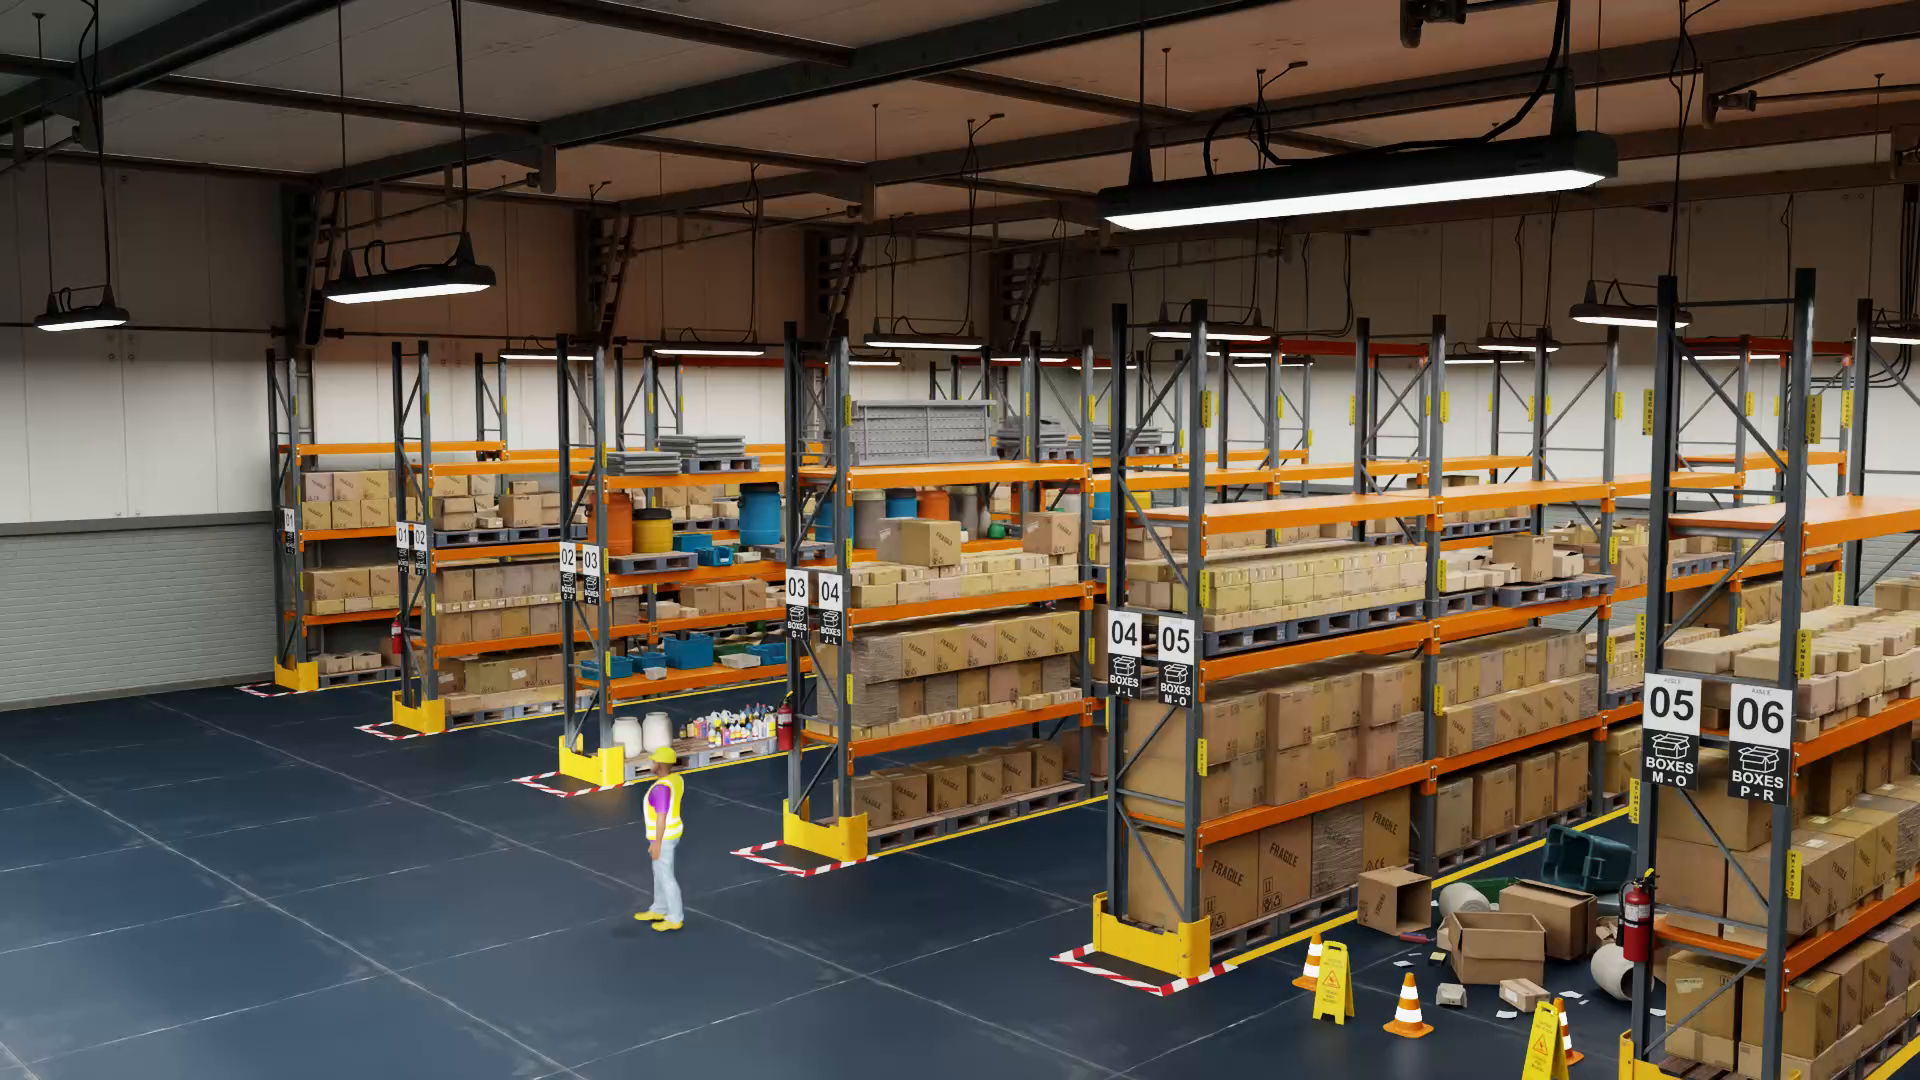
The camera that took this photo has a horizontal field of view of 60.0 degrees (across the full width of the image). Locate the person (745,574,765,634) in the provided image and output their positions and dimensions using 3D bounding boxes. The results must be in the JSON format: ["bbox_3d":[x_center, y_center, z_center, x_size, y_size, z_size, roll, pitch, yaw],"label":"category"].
[{"bbox_3d":[-4.120,1.408,33.177,0.572,1.786,0.628,0,5,6],"label":"person"}]

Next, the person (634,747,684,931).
[{"bbox_3d":[-2.956,2.886,16.144,0.575,1.778,0.585,1,5,7],"label":"person"}]
